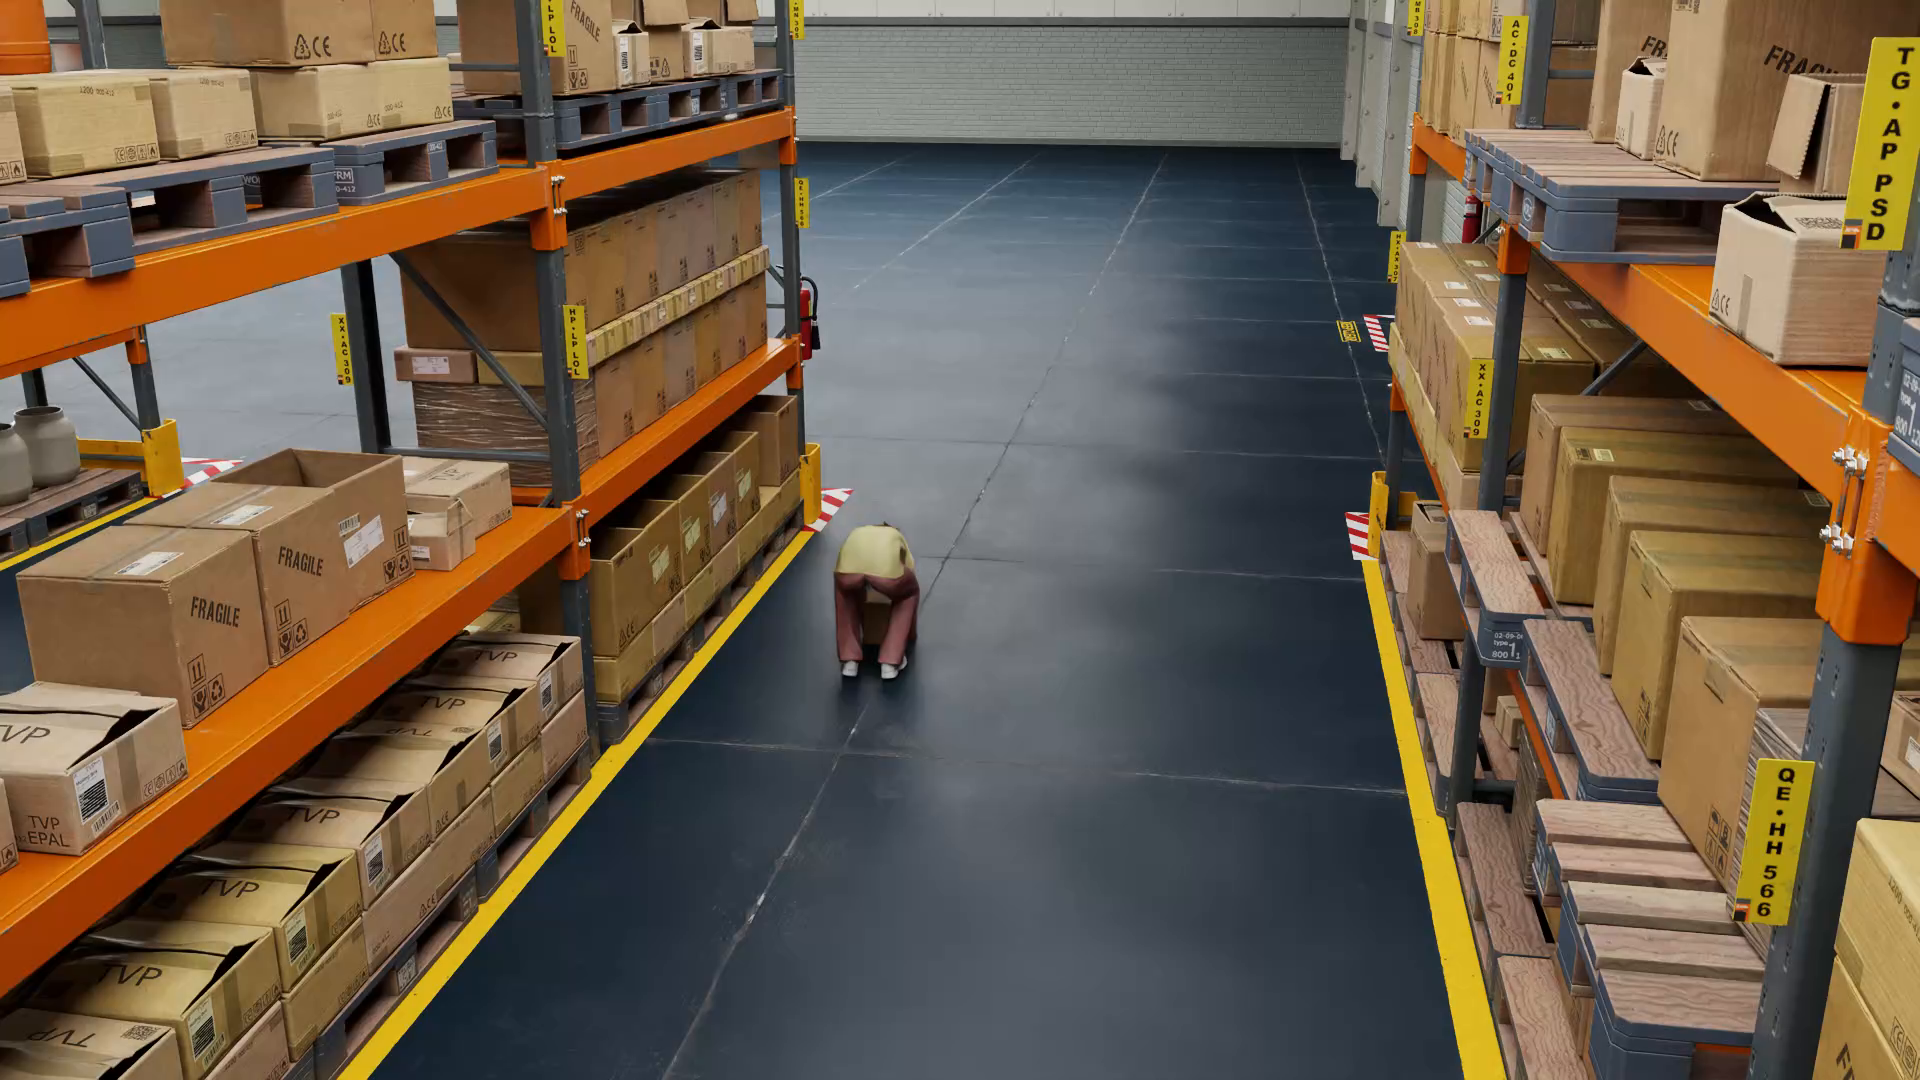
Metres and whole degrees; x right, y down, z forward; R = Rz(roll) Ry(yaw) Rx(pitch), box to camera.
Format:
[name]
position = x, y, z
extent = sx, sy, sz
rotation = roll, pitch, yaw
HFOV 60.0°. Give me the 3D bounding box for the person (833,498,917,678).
[person]
position = -0.456, 0.204, 9.107
extent = 0.461, 0.946, 0.855
rotation = 2, 18, 6
